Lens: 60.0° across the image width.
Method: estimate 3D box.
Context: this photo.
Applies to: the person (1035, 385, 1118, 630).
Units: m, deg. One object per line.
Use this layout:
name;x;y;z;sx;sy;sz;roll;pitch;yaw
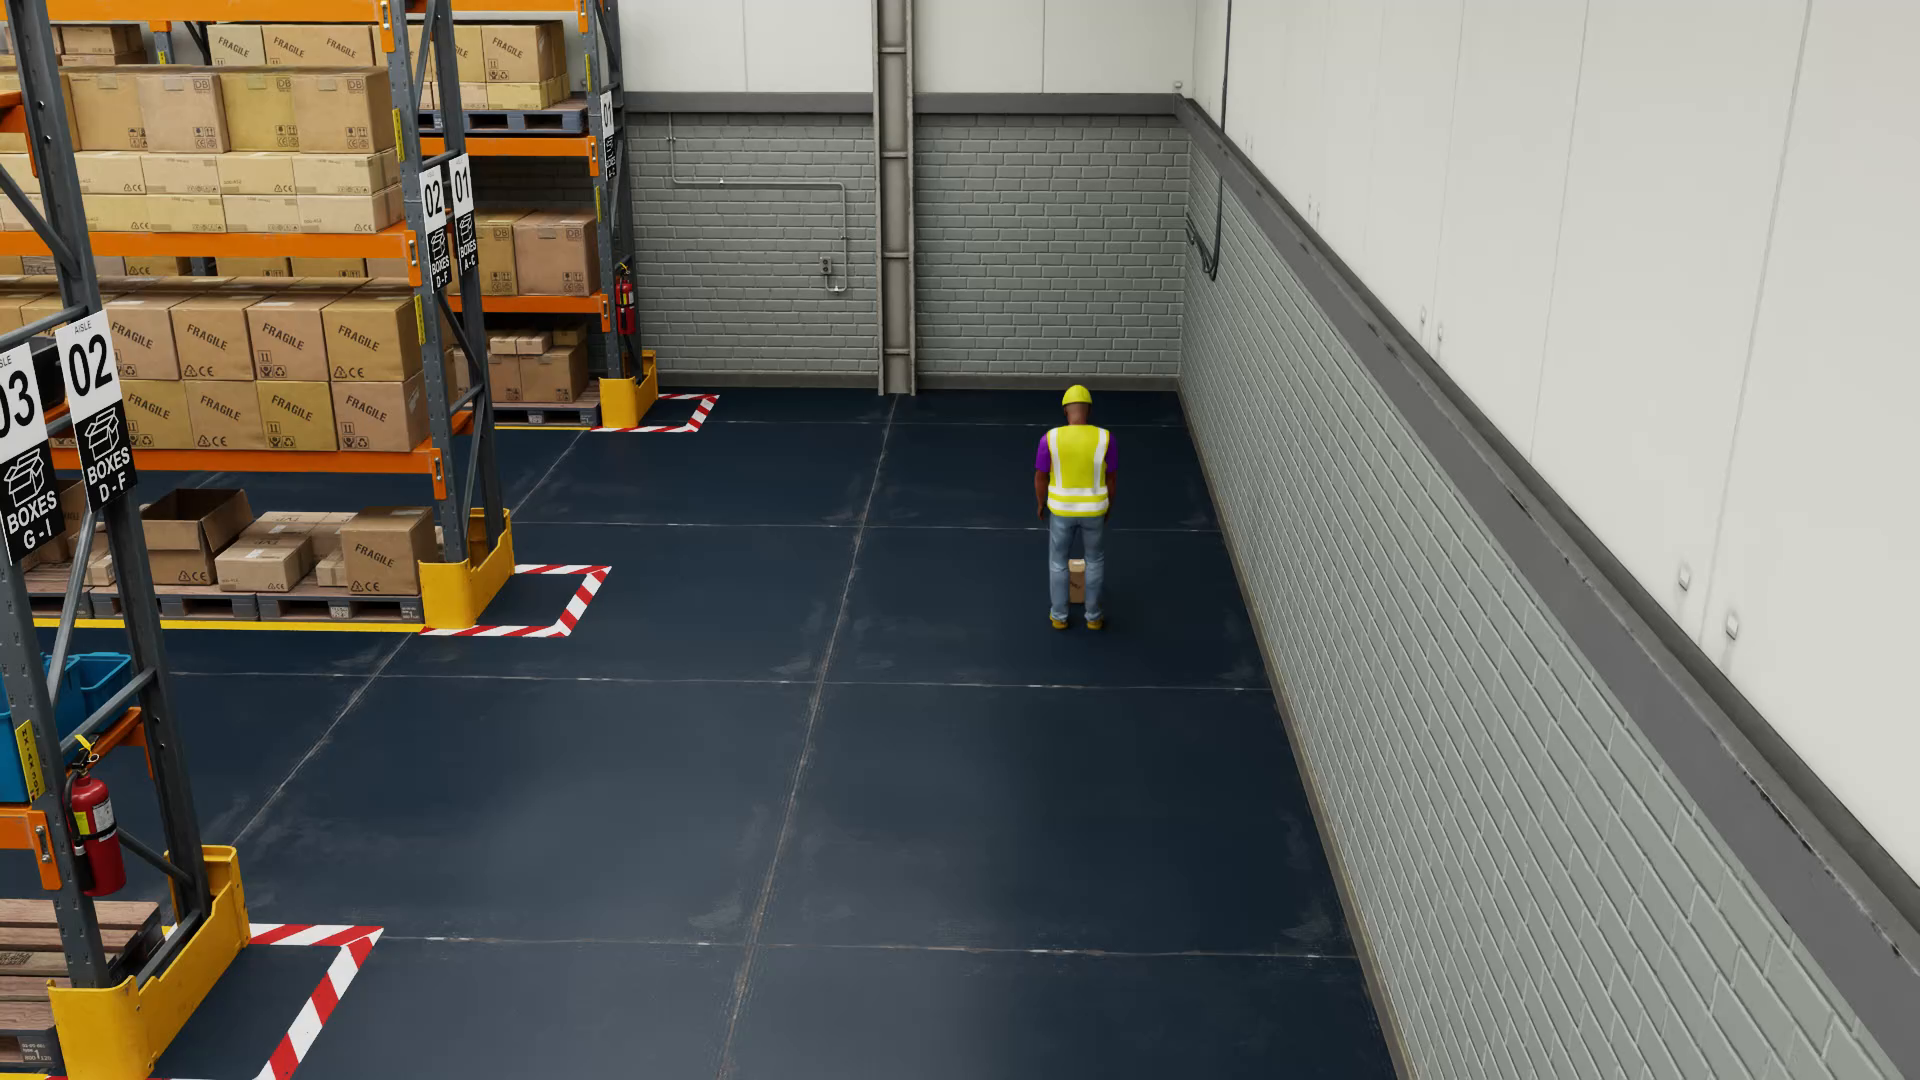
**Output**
person;0.809;-0.224;11.666;0.575;1.749;0.390;1;21;3
